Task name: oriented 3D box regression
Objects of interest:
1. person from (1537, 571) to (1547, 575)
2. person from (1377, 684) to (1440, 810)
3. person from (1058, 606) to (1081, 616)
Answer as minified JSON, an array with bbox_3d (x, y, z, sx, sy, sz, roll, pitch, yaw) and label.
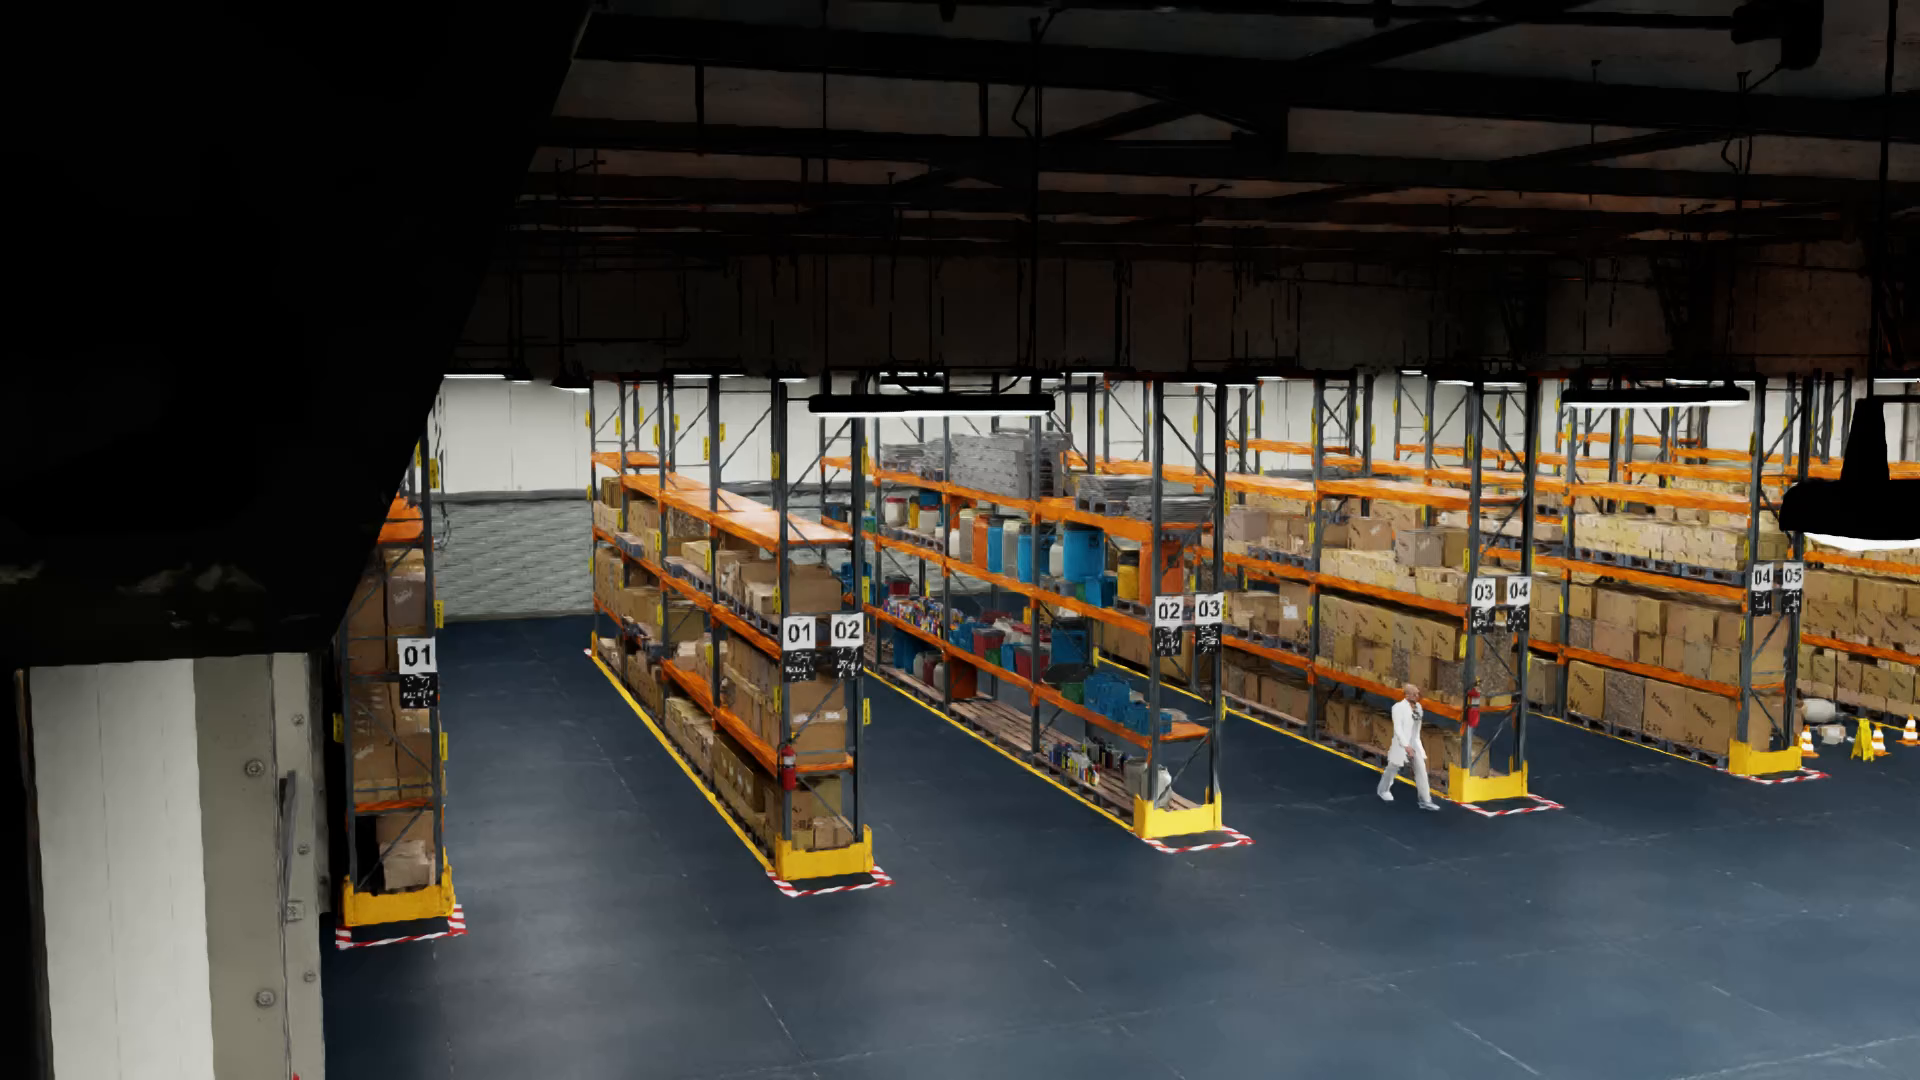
[{"bbox_3d":[12.178,1.539,34.966,0.581,1.768,0.640,0,6,3],"label":"person"},{"bbox_3d":[6.258,2.863,23.247,0.551,1.724,1.089,-3,7,-24],"label":"person"},{"bbox_3d":[2.228,1.788,33.572,0.479,1.583,1.093,-3,7,-22],"label":"person"}]
